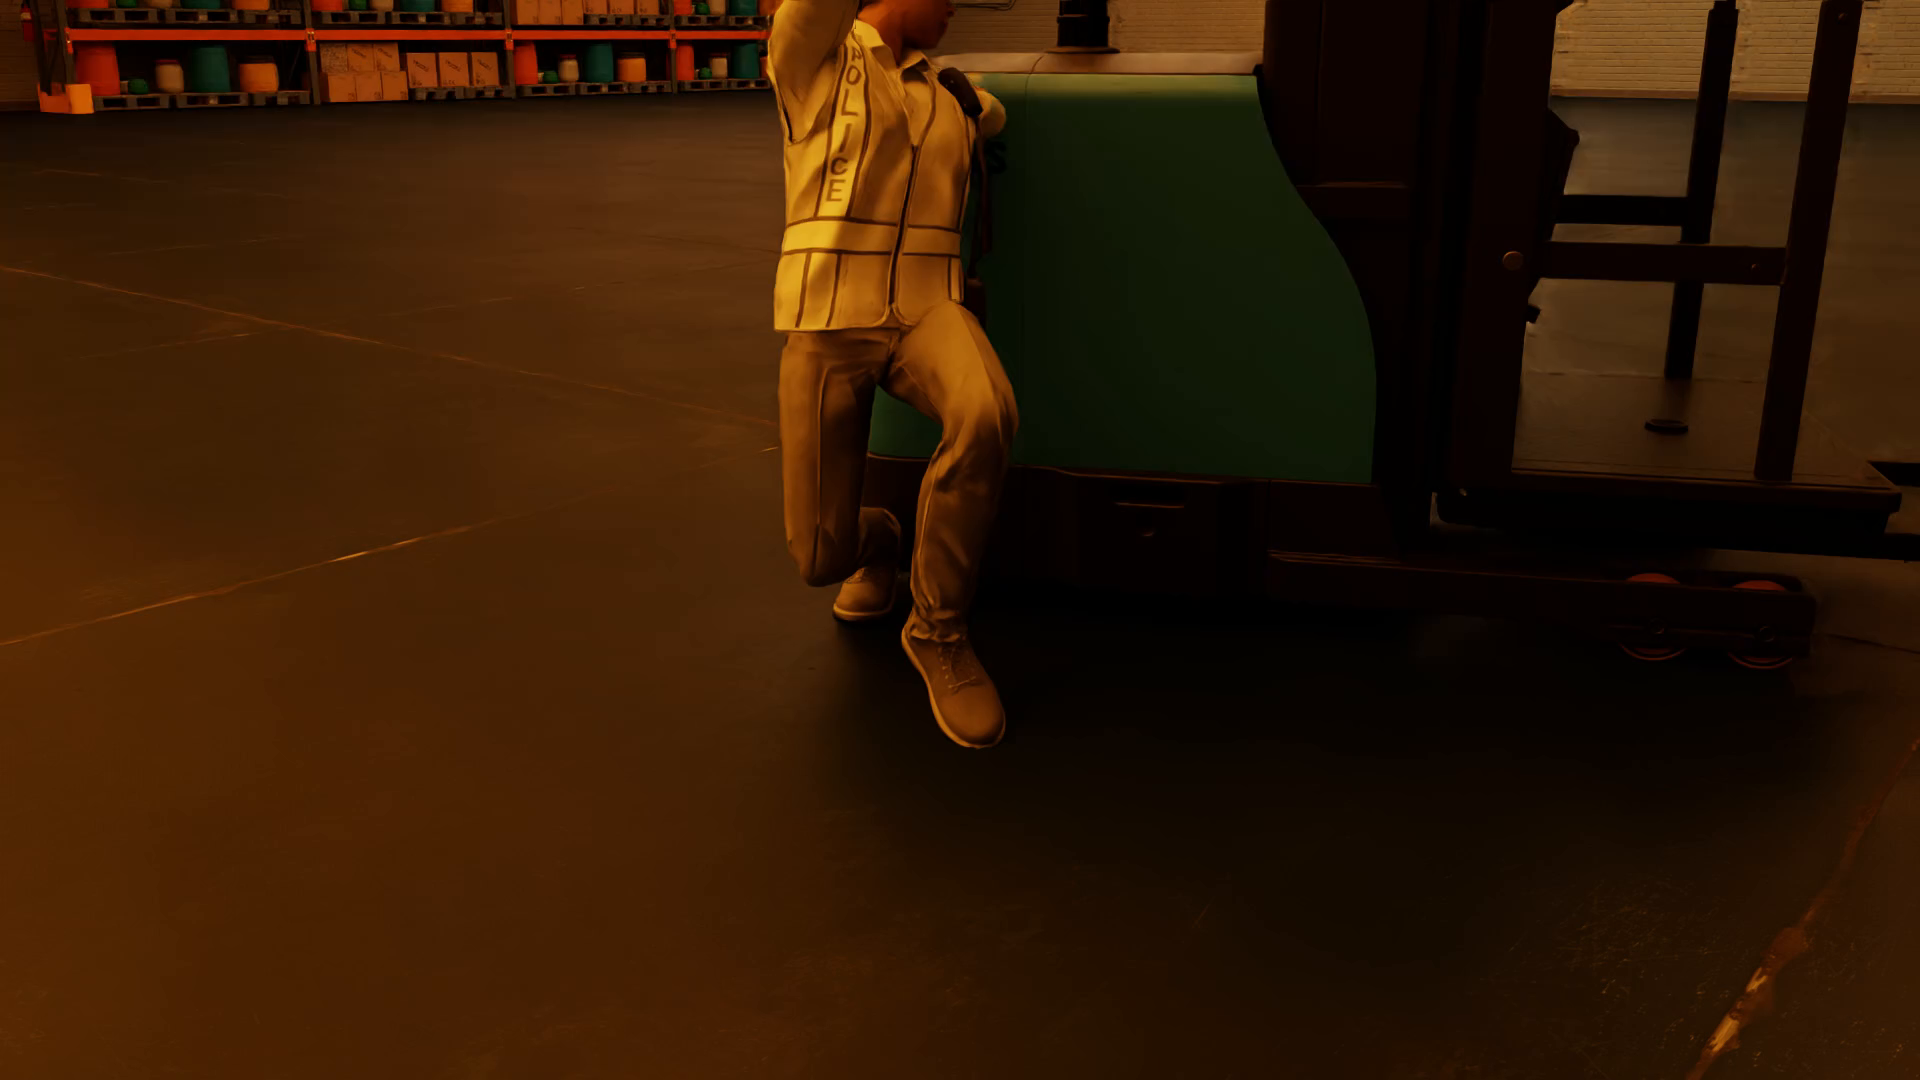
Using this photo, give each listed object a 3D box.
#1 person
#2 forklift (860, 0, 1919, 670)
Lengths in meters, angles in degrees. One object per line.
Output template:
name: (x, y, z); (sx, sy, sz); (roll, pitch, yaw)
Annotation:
person: (0.129, -0.443, 3.043); (0.942, 1.397, 0.882); (-5, 18, -16)
forklift: (1.354, -1.327, 3.269); (3.031, 2.935, 1.130); (4, 17, 12)
